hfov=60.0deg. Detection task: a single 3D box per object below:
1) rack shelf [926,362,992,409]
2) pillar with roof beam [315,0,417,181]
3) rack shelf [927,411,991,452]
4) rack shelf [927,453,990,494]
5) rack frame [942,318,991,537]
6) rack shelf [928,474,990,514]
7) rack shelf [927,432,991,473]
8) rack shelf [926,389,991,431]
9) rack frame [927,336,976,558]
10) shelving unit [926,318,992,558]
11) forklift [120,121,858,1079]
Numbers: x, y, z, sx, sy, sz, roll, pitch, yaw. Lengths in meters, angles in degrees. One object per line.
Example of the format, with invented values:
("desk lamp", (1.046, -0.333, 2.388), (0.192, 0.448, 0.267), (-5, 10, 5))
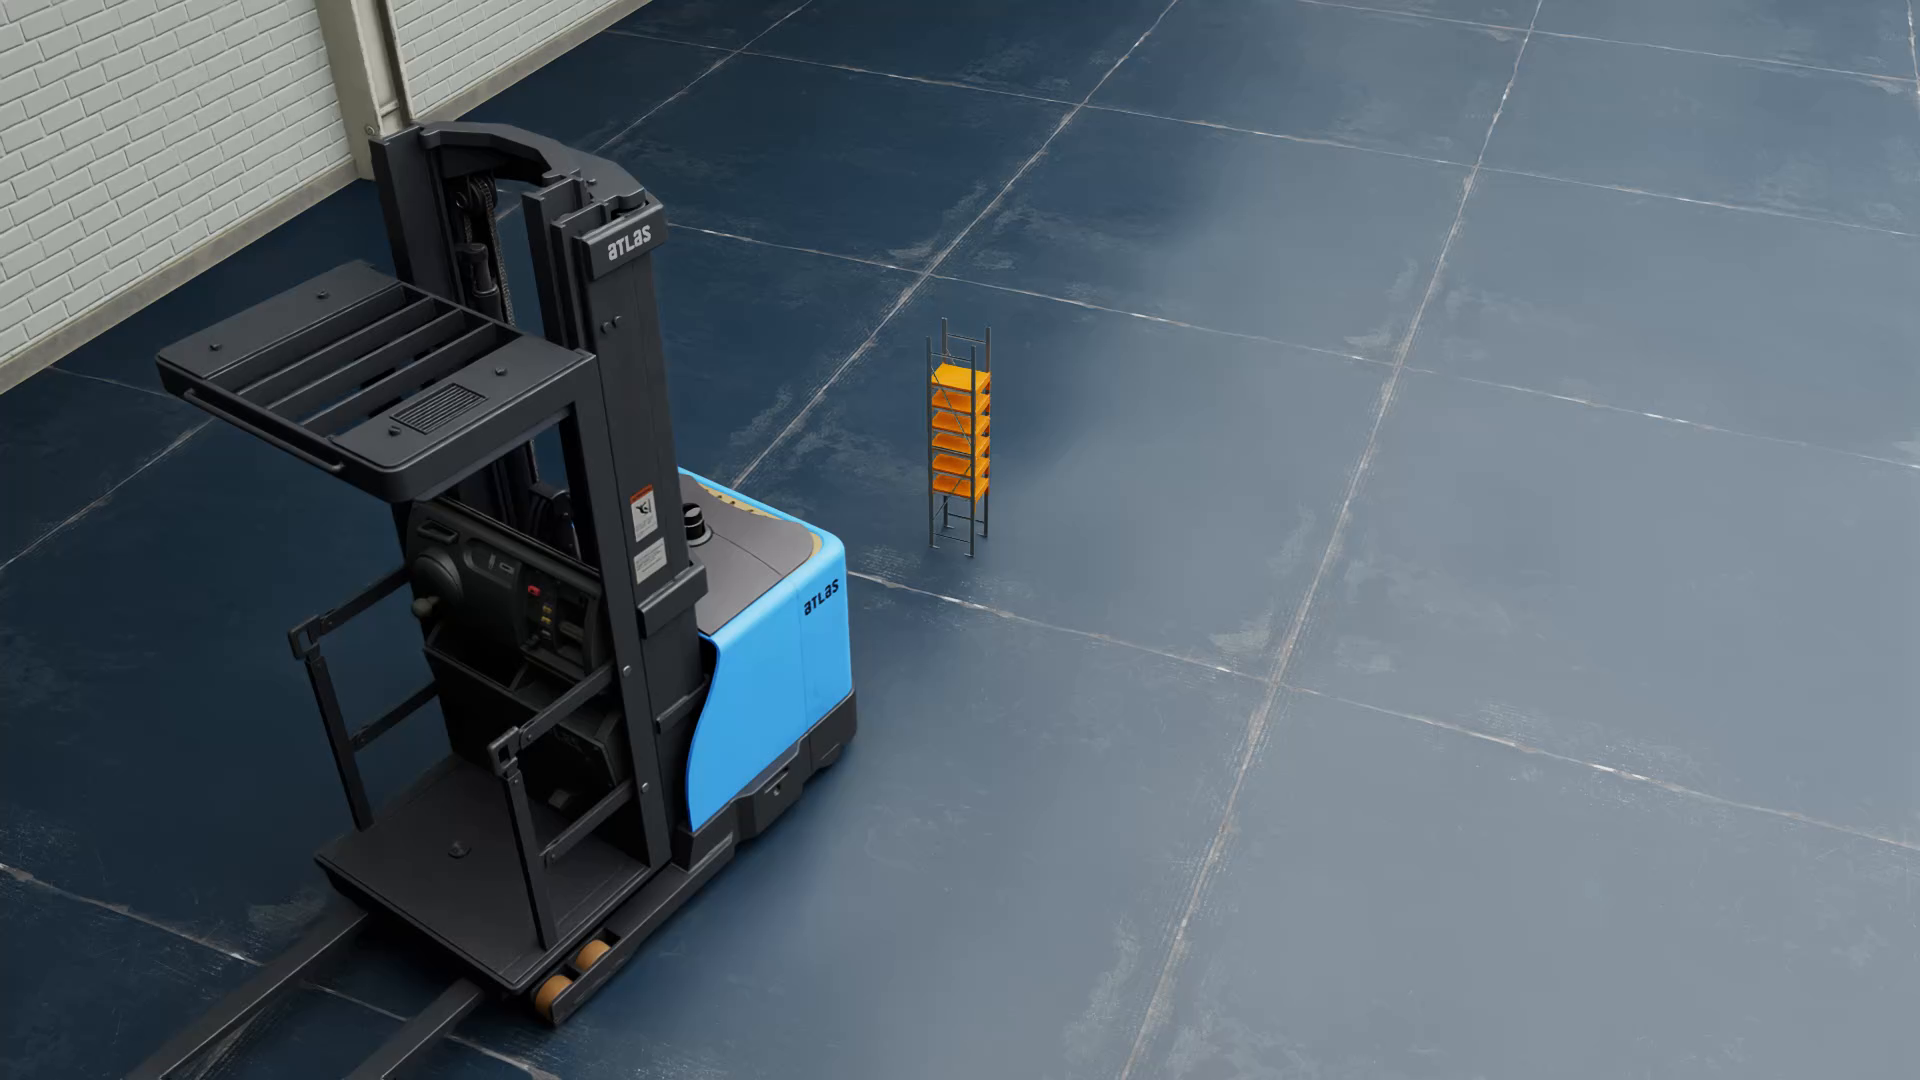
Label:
("rack shelf", (-0.005, -0.725, 7.793), (0.258, 0.103, 0.180), (14, 39, 18))
("pillar with roof beam", (-0.093, -5.276, 7.894), (9.100, 9.000, 0.400), (14, 39, 18))
("rack shelf", (-0.005, -0.533, 7.936), (0.258, 0.103, 0.180), (14, 39, 18))
("rack shelf", (-0.006, -0.341, 8.080), (0.258, 0.103, 0.180), (14, 39, 18))
("rack frame", (0.029, -0.523, 8.049), (0.240, 1.200, 0.006), (14, 39, 18))
("rack shelf", (-0.006, -0.245, 8.152), (0.258, 0.103, 0.180), (14, 39, 18))
("rack shelf", (-0.005, -0.437, 8.008), (0.258, 0.103, 0.180), (14, 39, 18))
("rack shelf", (-0.005, -0.629, 7.865), (0.258, 0.103, 0.180), (14, 39, 18))
("rack frame", (-0.040, -0.422, 7.914), (0.240, 1.200, 0.006), (14, 39, 18))
("shelving unit", (-0.005, -0.473, 7.982), (0.258, 1.200, 0.189), (14, 39, 18))
("forklift", (-1.698, 0.238, 5.585), (1.130, 2.935, 3.031), (23, 42, 27))
